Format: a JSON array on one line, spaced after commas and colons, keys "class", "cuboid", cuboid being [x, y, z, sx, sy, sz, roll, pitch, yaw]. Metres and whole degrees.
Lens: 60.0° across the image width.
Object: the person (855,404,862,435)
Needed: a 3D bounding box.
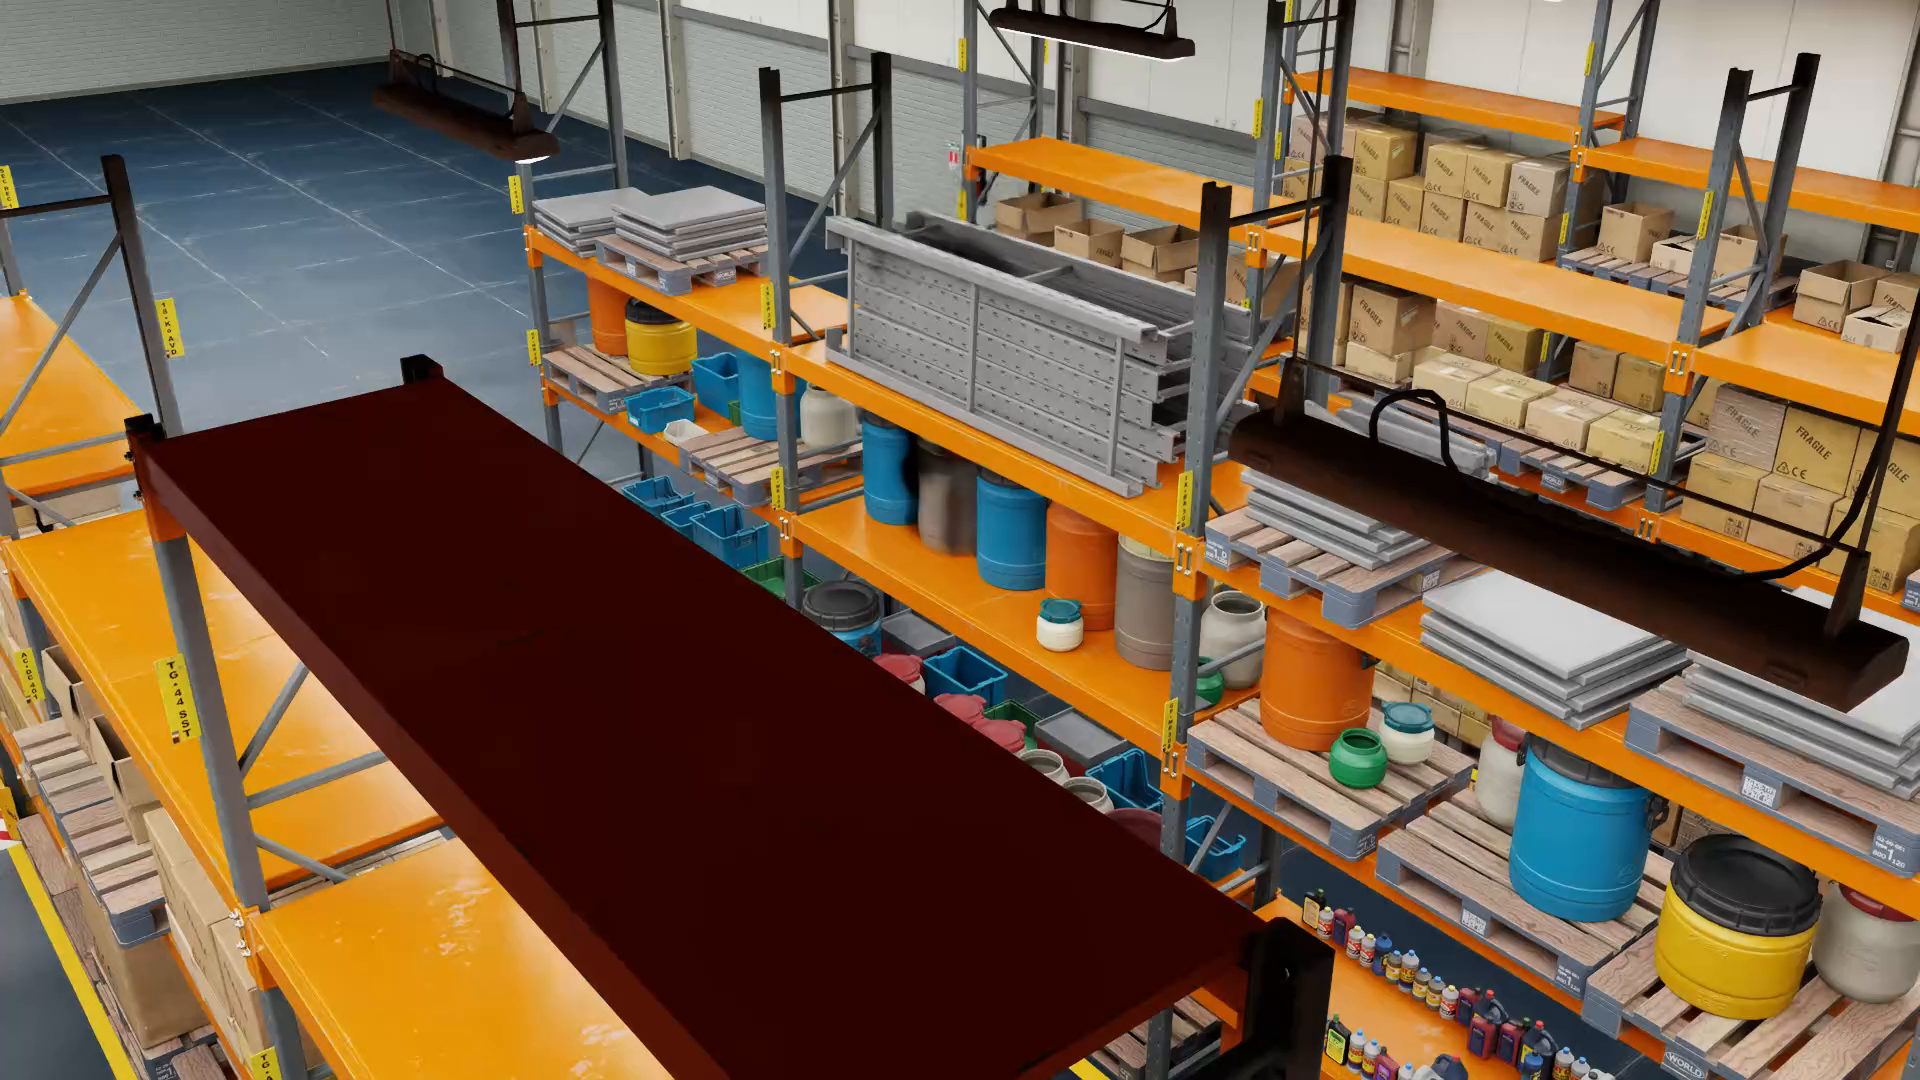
[{"class": "person", "cuboid": [-1.213, -1.745, 19.994, 0.731, 1.681, 0.647, -4, 26, -8]}]
